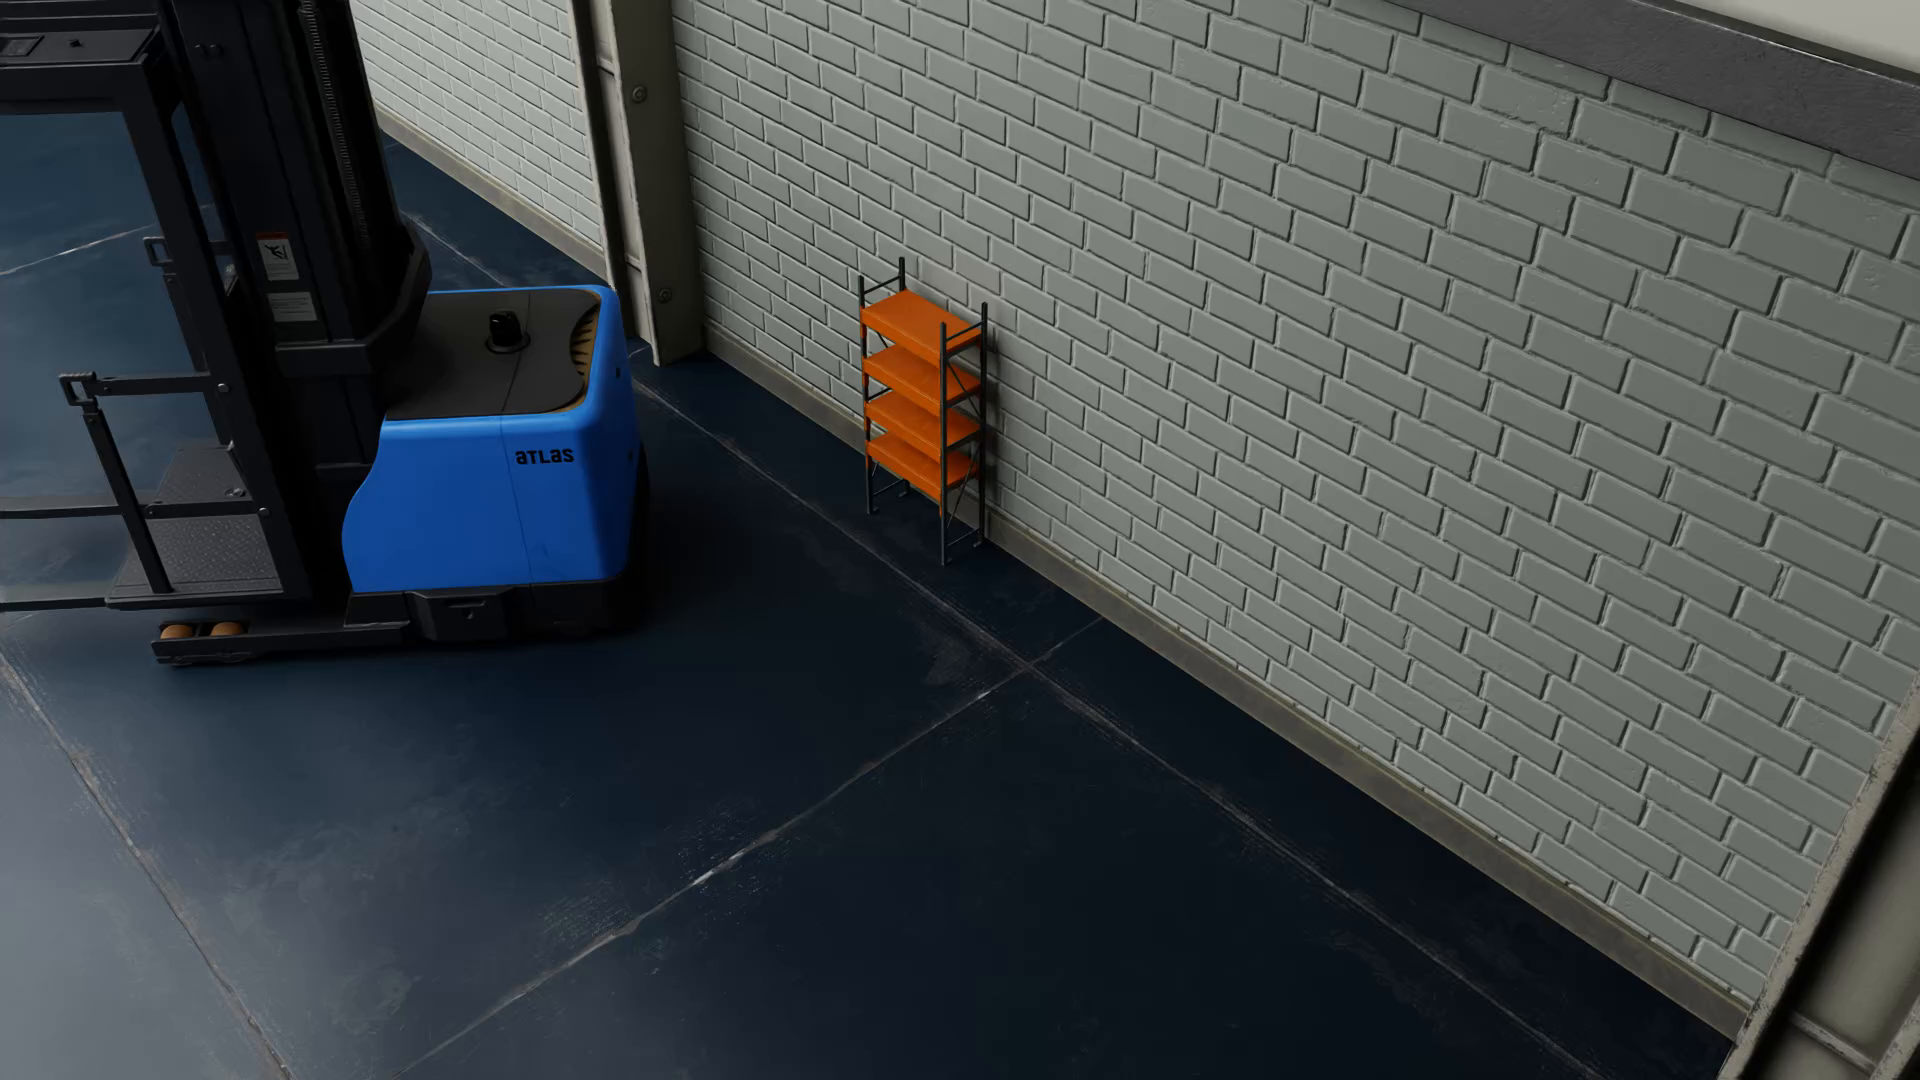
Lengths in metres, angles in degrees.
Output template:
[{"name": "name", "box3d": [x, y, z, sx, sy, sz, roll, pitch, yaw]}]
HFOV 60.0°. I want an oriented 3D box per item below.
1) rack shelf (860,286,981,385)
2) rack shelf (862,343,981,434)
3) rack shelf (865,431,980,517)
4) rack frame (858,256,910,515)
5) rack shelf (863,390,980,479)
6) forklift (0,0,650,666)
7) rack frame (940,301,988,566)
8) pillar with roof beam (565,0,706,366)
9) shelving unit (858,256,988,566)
[{"name": "rack shelf", "box3d": [-0.151, -0.828, 6.695, 0.258, 0.148, 0.480, -30, 48, -32]}, {"name": "rack shelf", "box3d": [-0.151, -0.644, 6.843, 0.258, 0.148, 0.480, -30, 48, -32]}, {"name": "rack shelf", "box3d": [-0.152, -0.315, 7.108, 0.258, 0.148, 0.480, -30, 48, -32]}, {"name": "rack frame", "box3d": [-0.318, -0.634, 7.080, 0.240, 1.200, 0.015, -30, 48, -32]}, {"name": "rack shelf", "box3d": [-0.152, -0.470, 6.983, 0.258, 0.148, 0.480, -30, 48, -32]}, {"name": "forklift", "box3d": [-2.862, -0.987, 6.139, 3.031, 2.935, 1.130, -3, 39, -4]}, {"name": "rack frame", "box3d": [0.015, -0.410, 6.802, 0.240, 1.200, 0.015, -30, 48, -32]}, {"name": "pillar with roof beam", "box3d": [-4.694, -2.694, 3.424, 9.100, 9.000, 0.400, -30, 48, -32]}, {"name": "shelving unit", "box3d": [-0.151, -0.522, 6.941, 0.258, 1.200, 0.503, -30, 48, -32]}]
